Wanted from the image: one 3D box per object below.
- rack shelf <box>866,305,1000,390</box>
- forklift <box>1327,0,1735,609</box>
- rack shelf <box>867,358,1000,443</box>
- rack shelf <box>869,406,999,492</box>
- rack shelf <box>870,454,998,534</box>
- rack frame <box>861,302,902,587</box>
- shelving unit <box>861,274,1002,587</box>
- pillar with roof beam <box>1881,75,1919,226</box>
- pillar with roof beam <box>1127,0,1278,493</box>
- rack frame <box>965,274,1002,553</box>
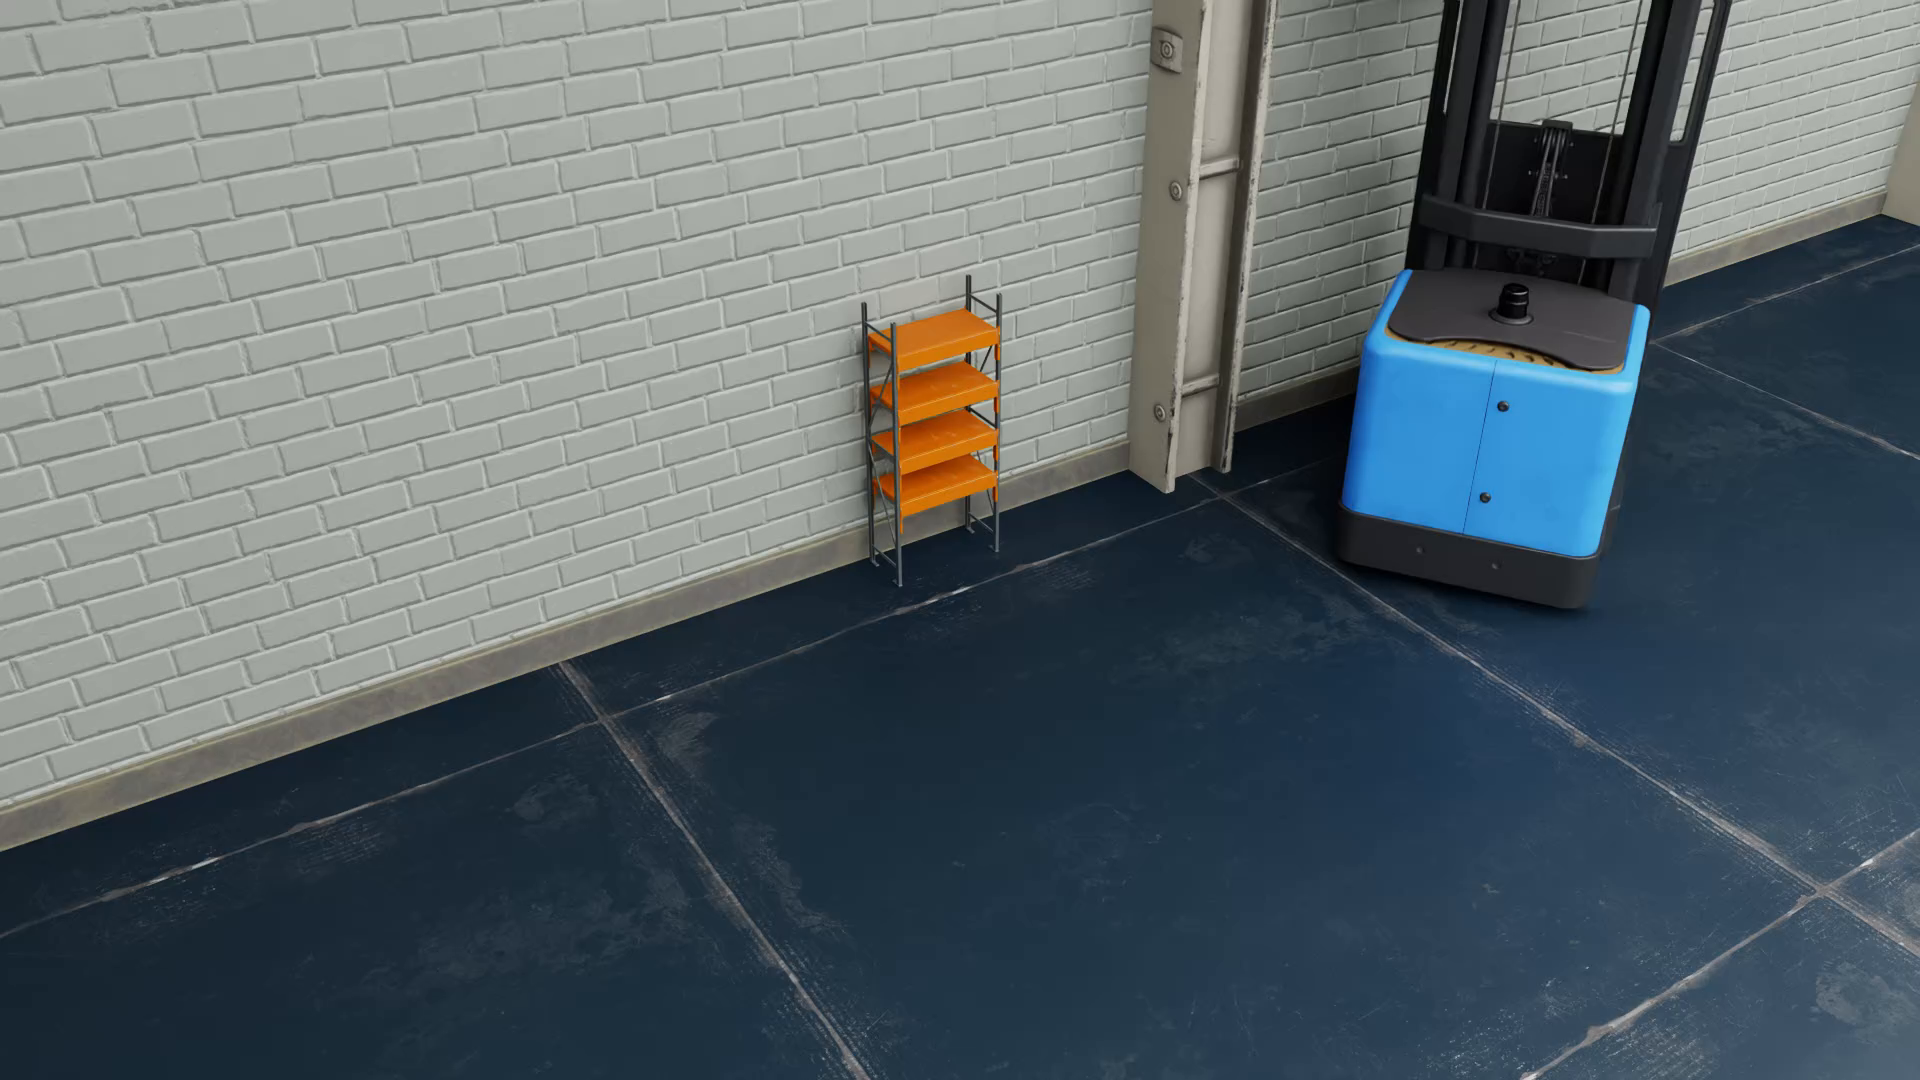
[{"bbox_3d":[-0.109,-0.769,6.607,0.480,0.148,0.258,-19,37,-28],"label":"rack shelf"},{"bbox_3d":[2.634,-1.733,7.250,1.130,2.935,3.031,14,35,21],"label":"forklift"},{"bbox_3d":[-0.109,-0.569,6.733,0.480,0.148,0.258,-19,37,-28],"label":"rack shelf"},{"bbox_3d":[-0.109,-0.380,6.853,0.480,0.148,0.258,-19,37,-28],"label":"rack shelf"},{"bbox_3d":[-0.110,-0.212,6.959,0.480,0.148,0.258,-19,37,-28],"label":"rack shelf"},{"bbox_3d":[-0.313,-0.365,6.704,0.015,1.200,0.240,-19,37,-28],"label":"rack frame"},{"bbox_3d":[-0.109,-0.437,6.817,0.503,1.200,0.258,-19,37,-28],"label":"shelving unit"},{"bbox_3d":[8.395,-3.947,5.073,0.400,9.000,9.100,-19,37,-27],"label":"pillar with roof beam"},{"bbox_3d":[3.352,-2.213,2.324,0.400,9.000,9.100,-19,37,-27],"label":"pillar with roof beam"},{"bbox_3d":[0.094,-0.508,6.930,0.015,1.200,0.240,-19,37,-28],"label":"rack frame"}]
